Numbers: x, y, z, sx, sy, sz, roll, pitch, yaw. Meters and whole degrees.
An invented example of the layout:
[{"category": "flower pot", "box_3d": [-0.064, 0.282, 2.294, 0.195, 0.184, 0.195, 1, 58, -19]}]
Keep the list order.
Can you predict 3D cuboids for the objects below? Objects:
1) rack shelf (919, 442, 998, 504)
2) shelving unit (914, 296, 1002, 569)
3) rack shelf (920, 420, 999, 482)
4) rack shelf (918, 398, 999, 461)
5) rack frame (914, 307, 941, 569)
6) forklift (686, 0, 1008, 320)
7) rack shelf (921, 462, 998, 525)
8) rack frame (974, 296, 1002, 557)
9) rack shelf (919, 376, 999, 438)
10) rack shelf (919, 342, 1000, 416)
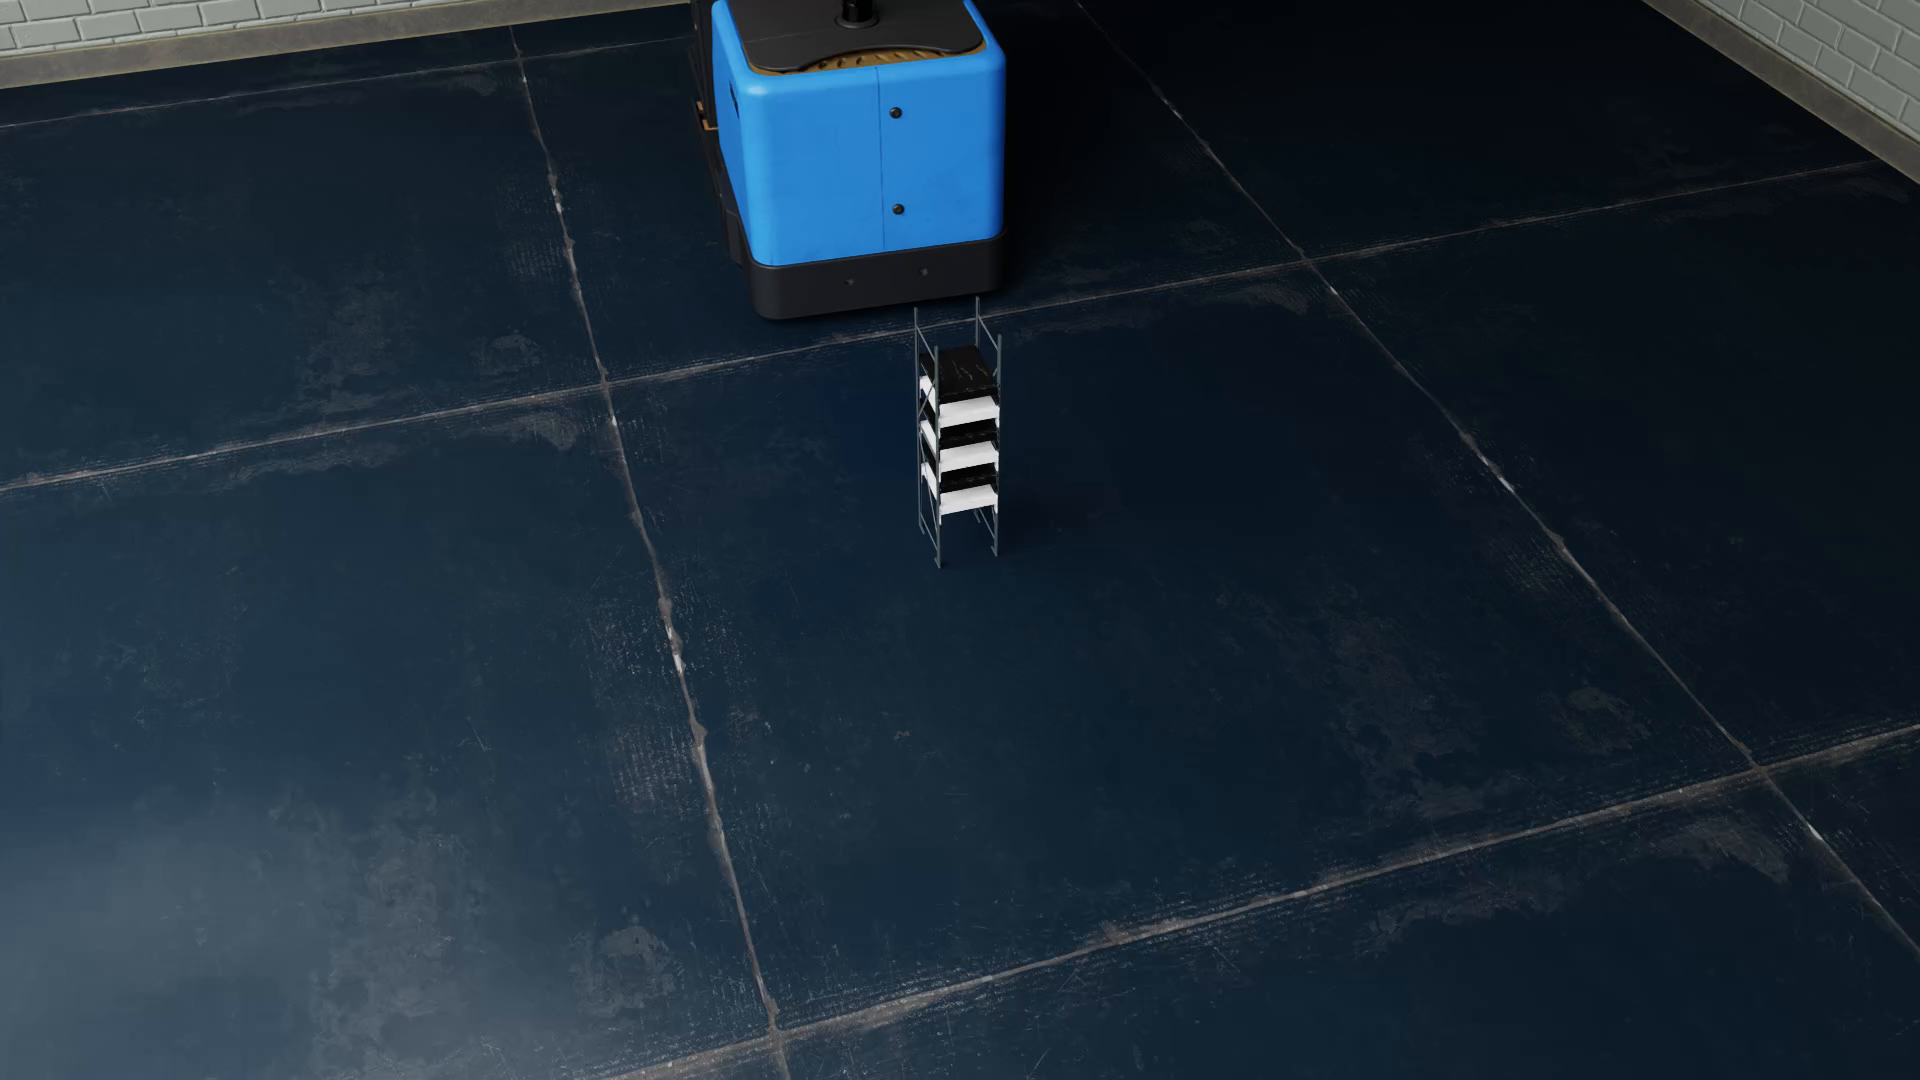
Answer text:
[{"category": "rack shelf", "box_3d": [-0.008, -0.244, 5.533, 0.200, 0.077, 0.258, -12, 42, -13]}, {"category": "shelving unit", "box_3d": [-0.008, -0.337, 5.452, 0.210, 0.900, 0.258, -12, 42, -13]}, {"category": "rack shelf", "box_3d": [-0.008, -0.312, 5.474, 0.200, 0.077, 0.258, -12, 42, -13]}, {"category": "rack shelf", "box_3d": [-0.008, -0.380, 5.415, 0.200, 0.077, 0.258, -12, 42, -13]}, {"category": "rack frame", "box_3d": [-0.105, -0.317, 5.429, 0.006, 0.900, 0.240, -12, 42, -13]}, {"category": "forklift", "box_3d": [-0.661, -2.965, 6.916, 1.130, 2.935, 3.031, -9, 42, -10]}, {"category": "rack shelf", "box_3d": [-0.008, -0.177, 5.592, 0.200, 0.077, 0.258, -12, 42, -13]}, {"category": "rack frame", "box_3d": [0.089, -0.357, 5.475, 0.006, 0.900, 0.240, -12, 42, -13]}, {"category": "rack shelf", "box_3d": [-0.008, -0.448, 5.356, 0.200, 0.077, 0.258, -12, 42, -13]}, {"category": "rack shelf", "box_3d": [-0.008, -0.516, 5.296, 0.200, 0.077, 0.258, -12, 42, -13]}]
